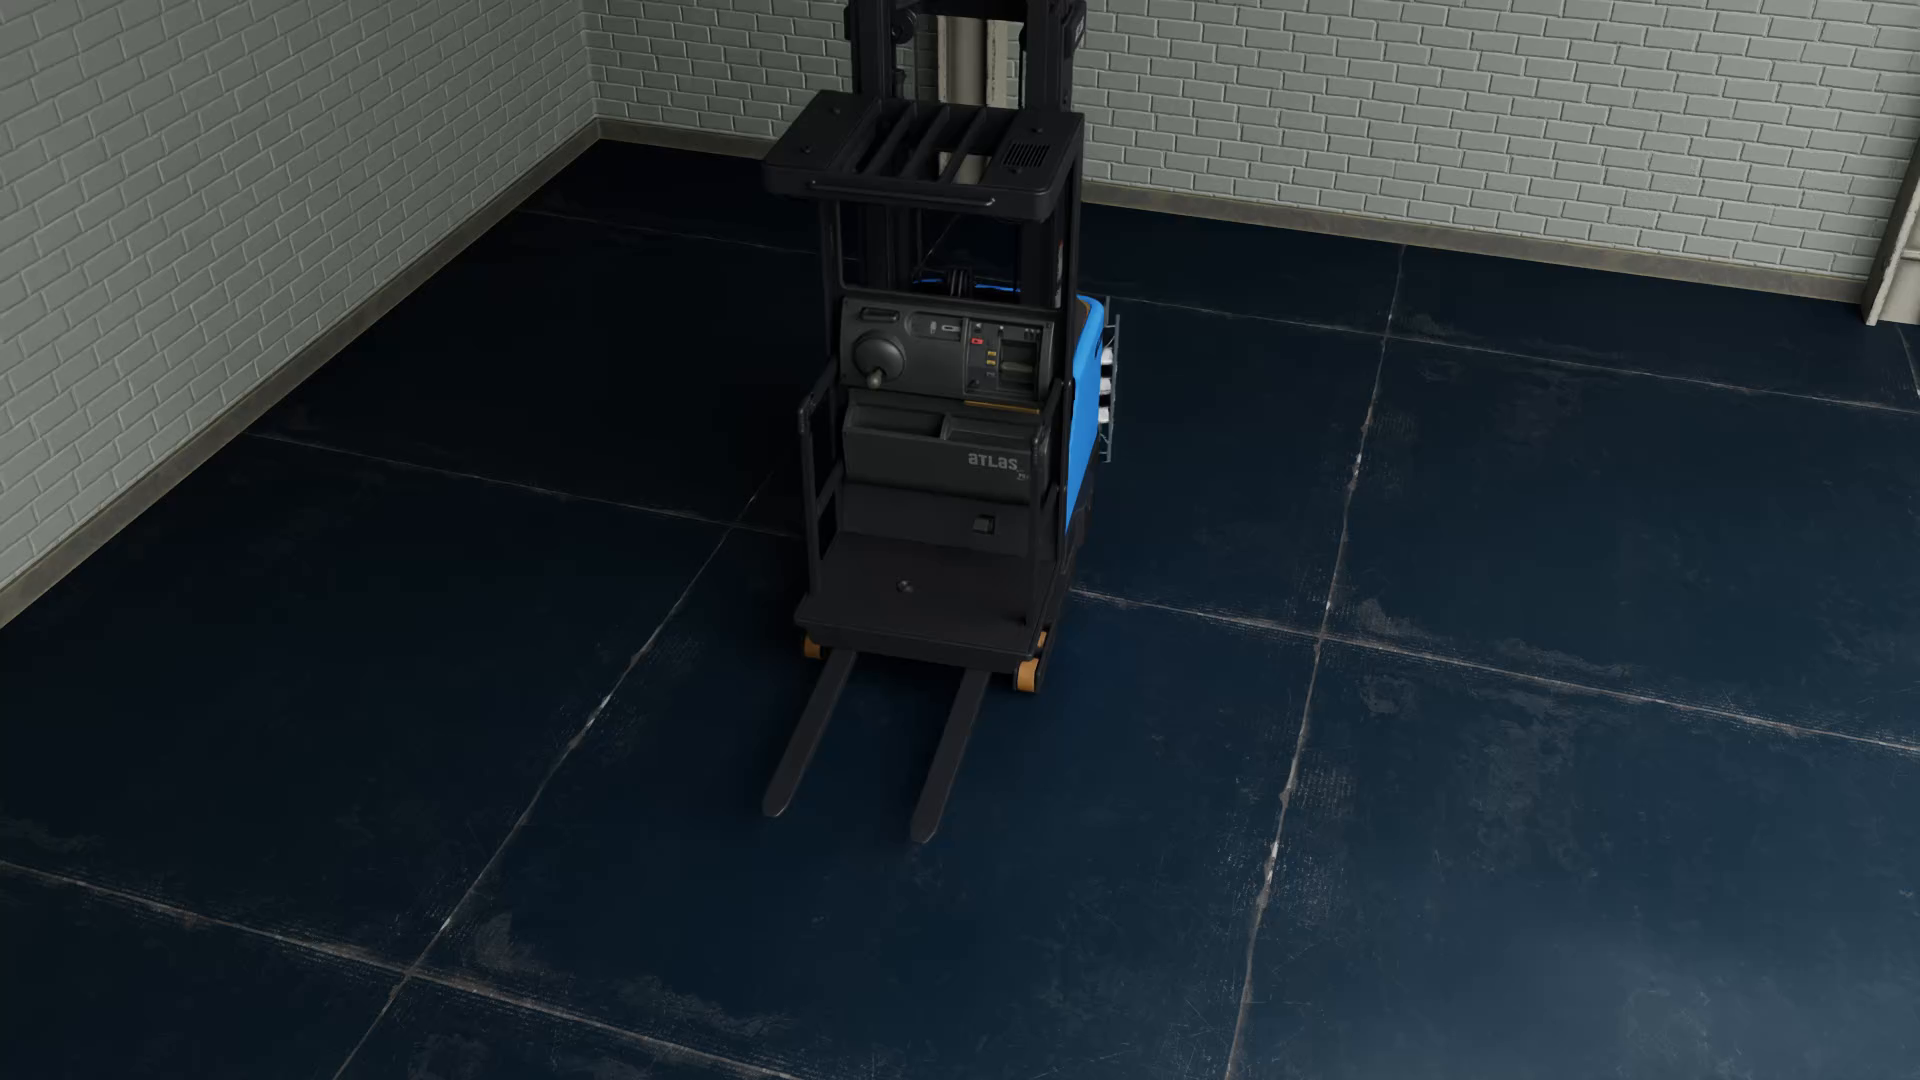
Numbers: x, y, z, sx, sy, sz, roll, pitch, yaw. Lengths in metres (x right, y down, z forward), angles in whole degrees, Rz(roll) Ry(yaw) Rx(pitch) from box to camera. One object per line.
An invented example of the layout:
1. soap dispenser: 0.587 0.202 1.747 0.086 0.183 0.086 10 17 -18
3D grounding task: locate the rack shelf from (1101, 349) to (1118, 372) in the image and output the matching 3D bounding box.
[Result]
1. rack shelf: 0.678 -0.951 8.721 0.258 0.077 0.200 -6 37 -8

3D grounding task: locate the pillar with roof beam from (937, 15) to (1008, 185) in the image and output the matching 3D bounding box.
1. pillar with roof beam: -1.201 -3.629 5.775 0.400 9.000 9.100 10 38 14

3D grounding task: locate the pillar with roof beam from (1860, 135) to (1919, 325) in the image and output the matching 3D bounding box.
1. pillar with roof beam: 4.526 -2.569 4.334 0.400 9.000 9.100 10 38 14

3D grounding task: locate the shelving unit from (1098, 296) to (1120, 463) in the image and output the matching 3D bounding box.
1. shelving unit: 0.678 -0.833 8.808 0.258 0.900 0.210 -6 37 -8

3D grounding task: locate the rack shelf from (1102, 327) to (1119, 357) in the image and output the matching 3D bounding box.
1. rack shelf: 0.678 -1.024 8.667 0.258 0.077 0.200 -6 37 -8

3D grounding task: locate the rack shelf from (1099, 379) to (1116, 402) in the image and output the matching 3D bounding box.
1. rack shelf: 0.678 -0.806 8.827 0.258 0.077 0.200 -6 37 -8

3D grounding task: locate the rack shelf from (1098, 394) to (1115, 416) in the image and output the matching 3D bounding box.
1. rack shelf: 0.678 -0.734 8.881 0.258 0.077 0.200 -6 37 -8

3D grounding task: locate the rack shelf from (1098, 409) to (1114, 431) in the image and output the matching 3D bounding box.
1. rack shelf: 0.678 -0.661 8.934 0.258 0.077 0.200 -6 37 -8

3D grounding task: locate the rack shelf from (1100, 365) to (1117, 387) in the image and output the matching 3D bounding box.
1. rack shelf: 0.678 -0.879 8.774 0.258 0.077 0.200 -6 37 -8

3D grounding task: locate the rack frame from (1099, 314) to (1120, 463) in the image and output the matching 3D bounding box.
1. rack frame: 0.696 -0.774 8.727 0.240 0.900 0.006 -6 37 -8

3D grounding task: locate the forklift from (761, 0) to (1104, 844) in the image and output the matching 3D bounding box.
1. forklift: -0.108 -0.742 6.970 1.130 2.935 3.031 8 37 11

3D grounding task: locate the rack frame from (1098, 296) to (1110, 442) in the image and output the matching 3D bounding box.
1. rack frame: 0.659 -0.892 8.888 0.240 0.900 0.006 -6 37 -8
